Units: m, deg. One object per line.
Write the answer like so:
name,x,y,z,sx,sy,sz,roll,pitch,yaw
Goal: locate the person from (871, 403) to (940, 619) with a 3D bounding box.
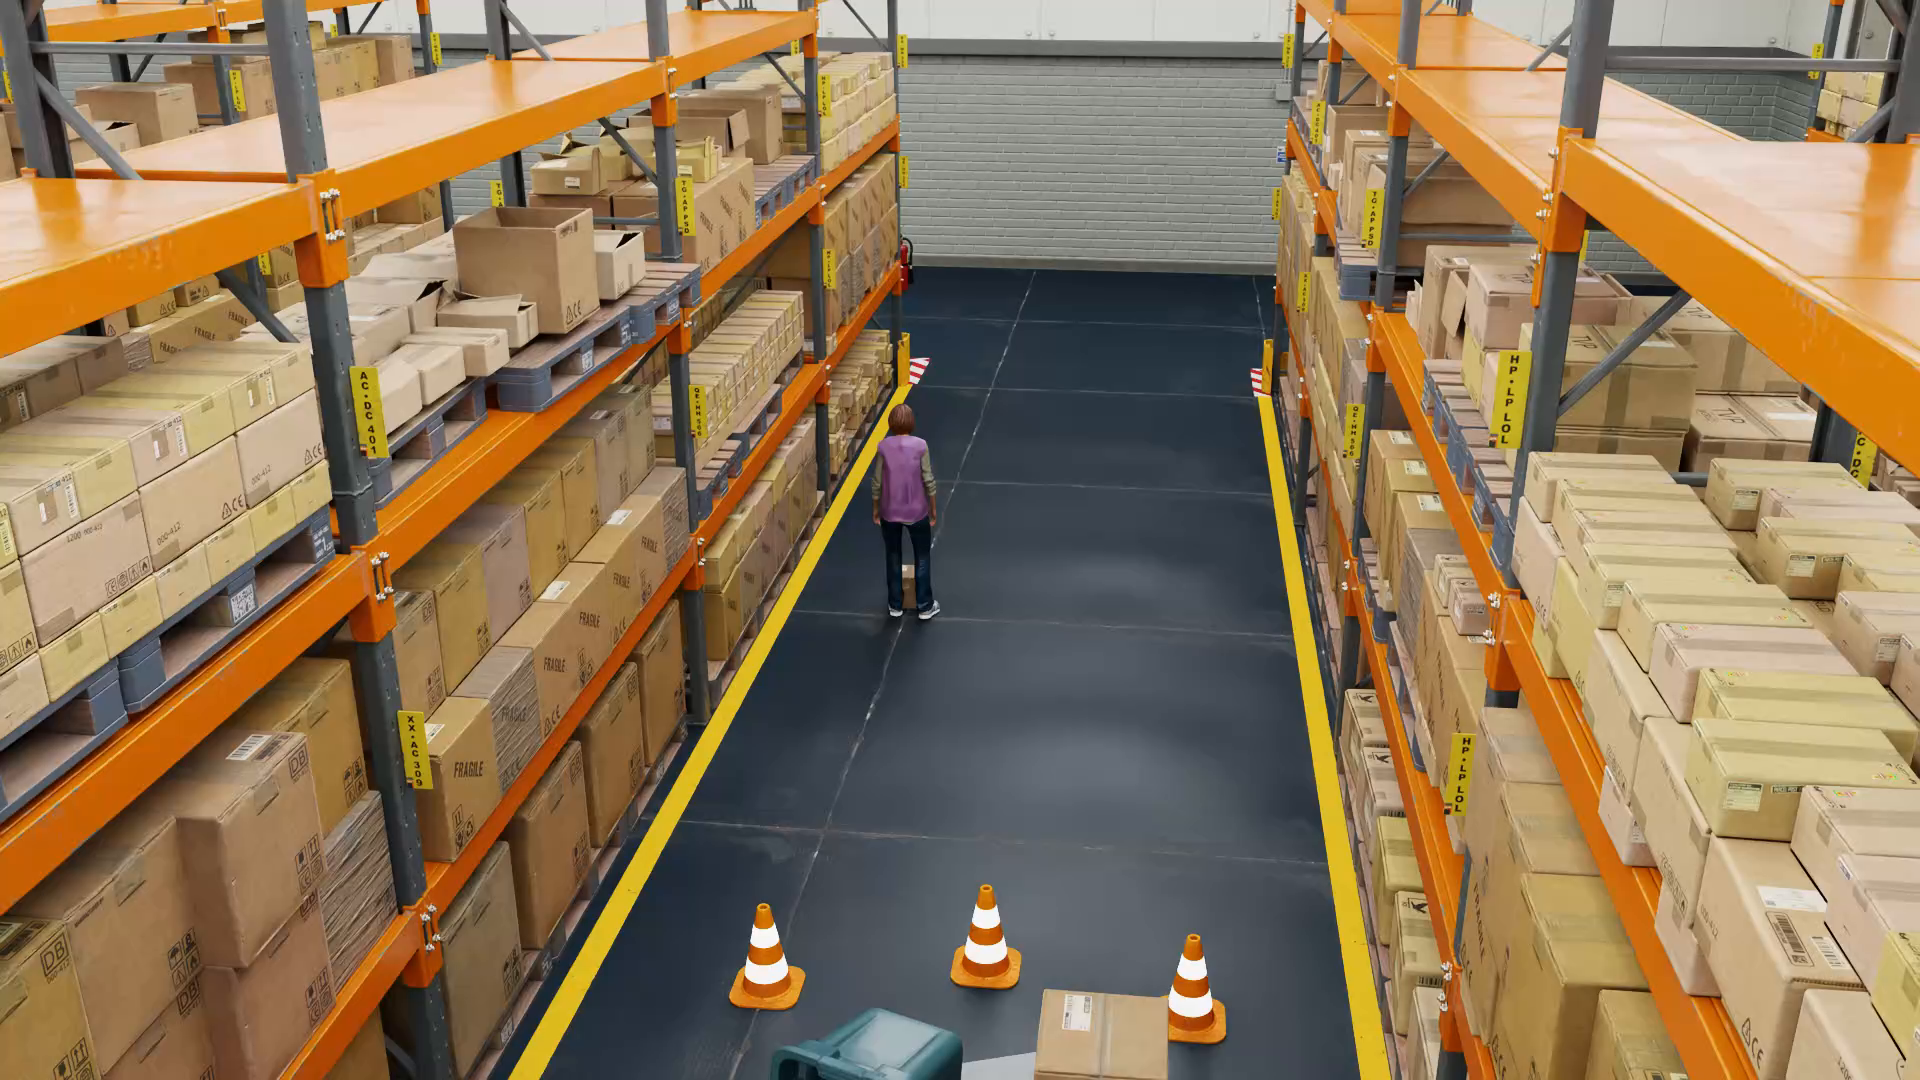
person,-0.395,-0.195,11.971,0.478,1.593,0.368,2,22,5
